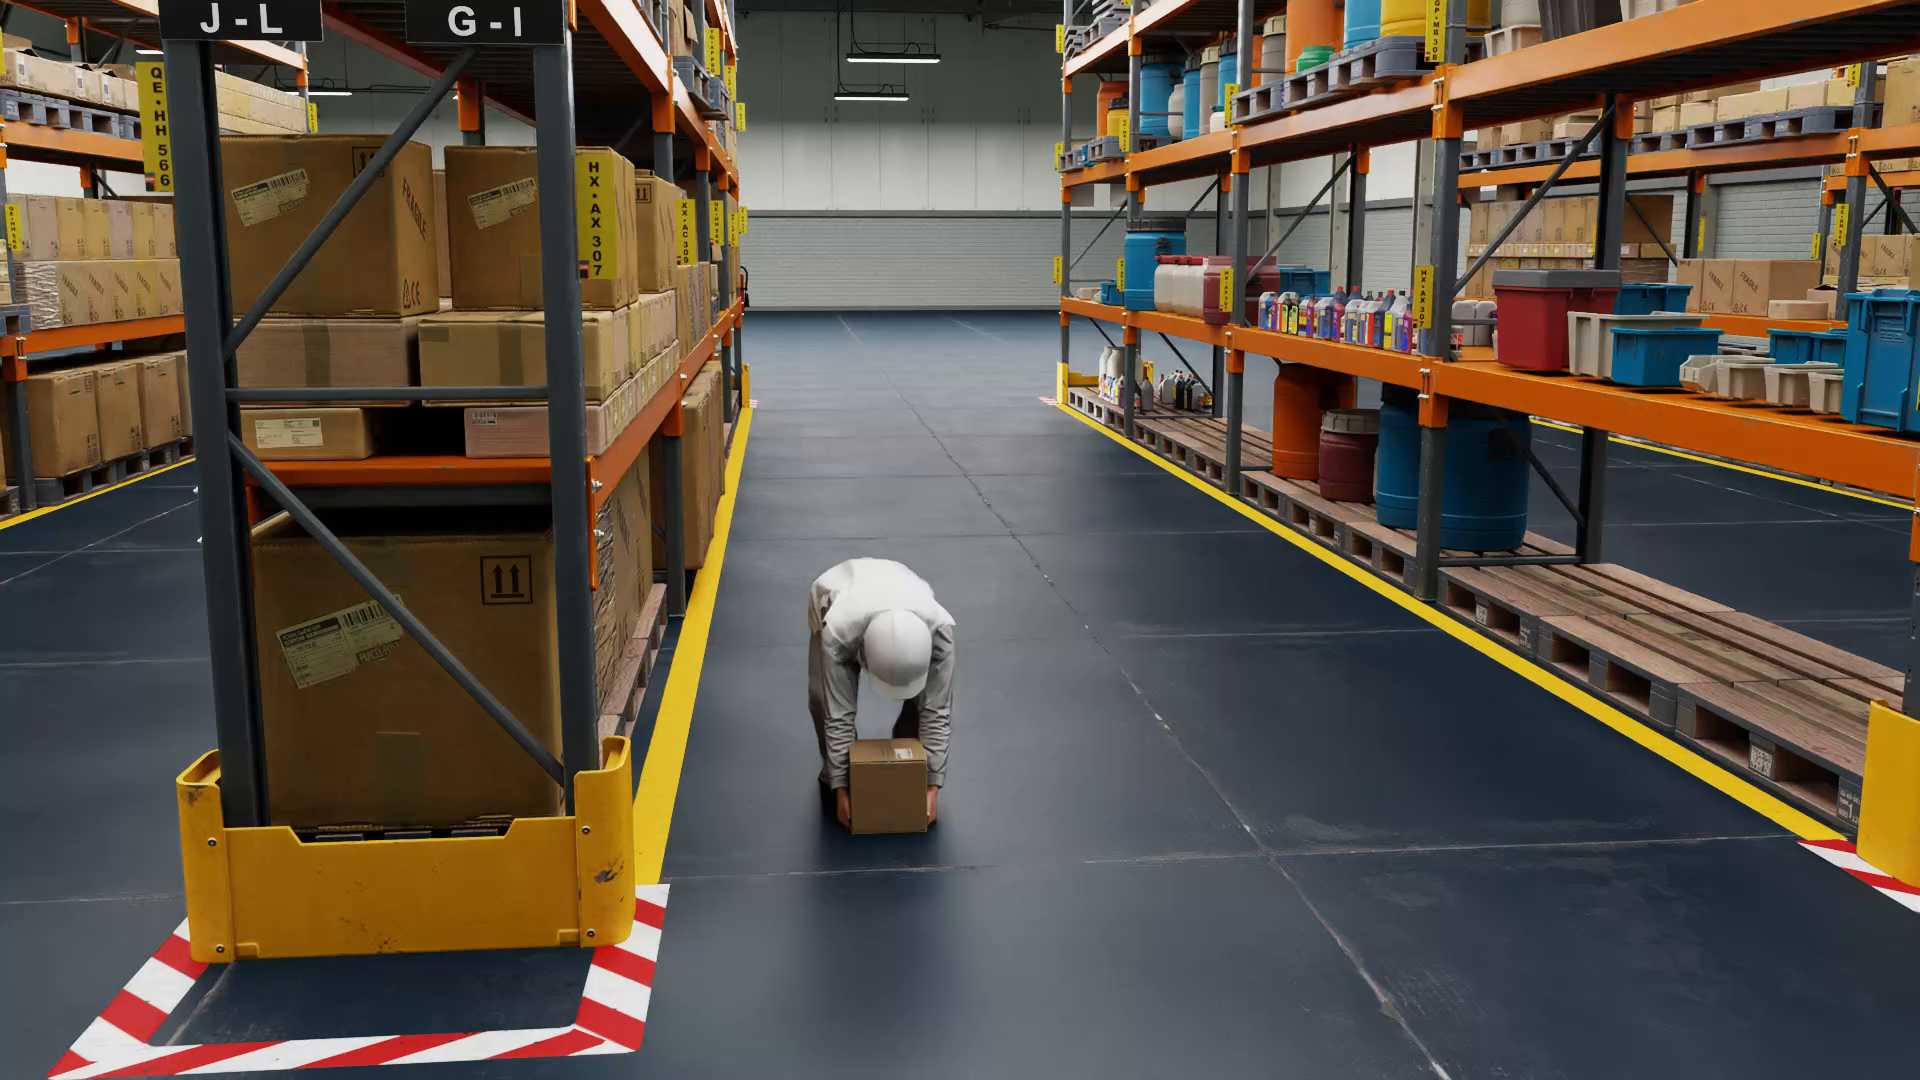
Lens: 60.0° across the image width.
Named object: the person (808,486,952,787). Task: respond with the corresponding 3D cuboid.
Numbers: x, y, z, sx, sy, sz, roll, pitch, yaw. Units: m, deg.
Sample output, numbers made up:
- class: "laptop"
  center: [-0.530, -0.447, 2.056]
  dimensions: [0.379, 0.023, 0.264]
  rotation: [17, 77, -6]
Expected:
- class: "person"
  center: [-0.270, 0.375, 5.732]
  dimensions: [0.489, 1.066, 0.999]
  rotation: [-1, 10, -9]
